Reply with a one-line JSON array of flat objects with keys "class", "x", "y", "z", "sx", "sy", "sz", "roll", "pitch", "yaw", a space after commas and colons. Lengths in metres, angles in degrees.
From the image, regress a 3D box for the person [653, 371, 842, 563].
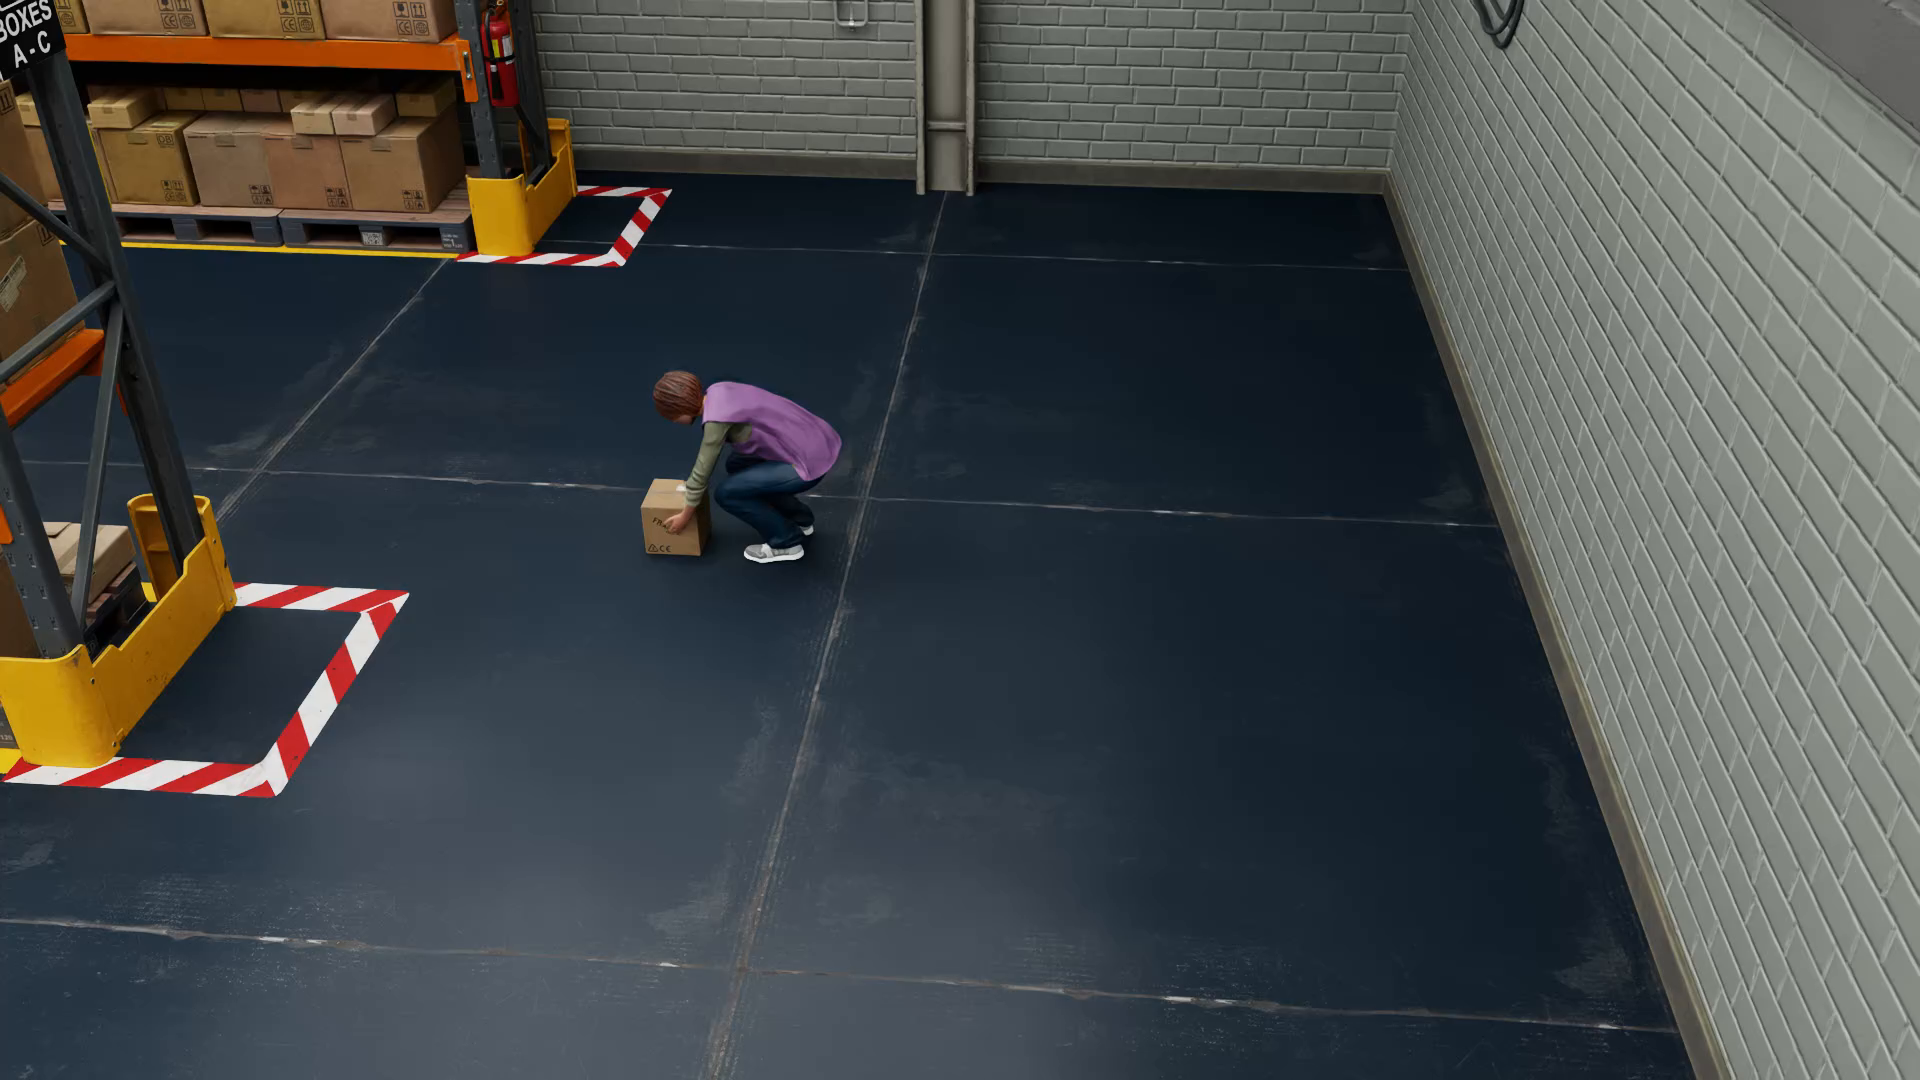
[{"class": "person", "x": -0.922, "y": -0.338, "z": 7.353, "sx": 0.795, "sy": 0.878, "sz": 0.444, "roll": 2, "pitch": 32, "yaw": 4}]
